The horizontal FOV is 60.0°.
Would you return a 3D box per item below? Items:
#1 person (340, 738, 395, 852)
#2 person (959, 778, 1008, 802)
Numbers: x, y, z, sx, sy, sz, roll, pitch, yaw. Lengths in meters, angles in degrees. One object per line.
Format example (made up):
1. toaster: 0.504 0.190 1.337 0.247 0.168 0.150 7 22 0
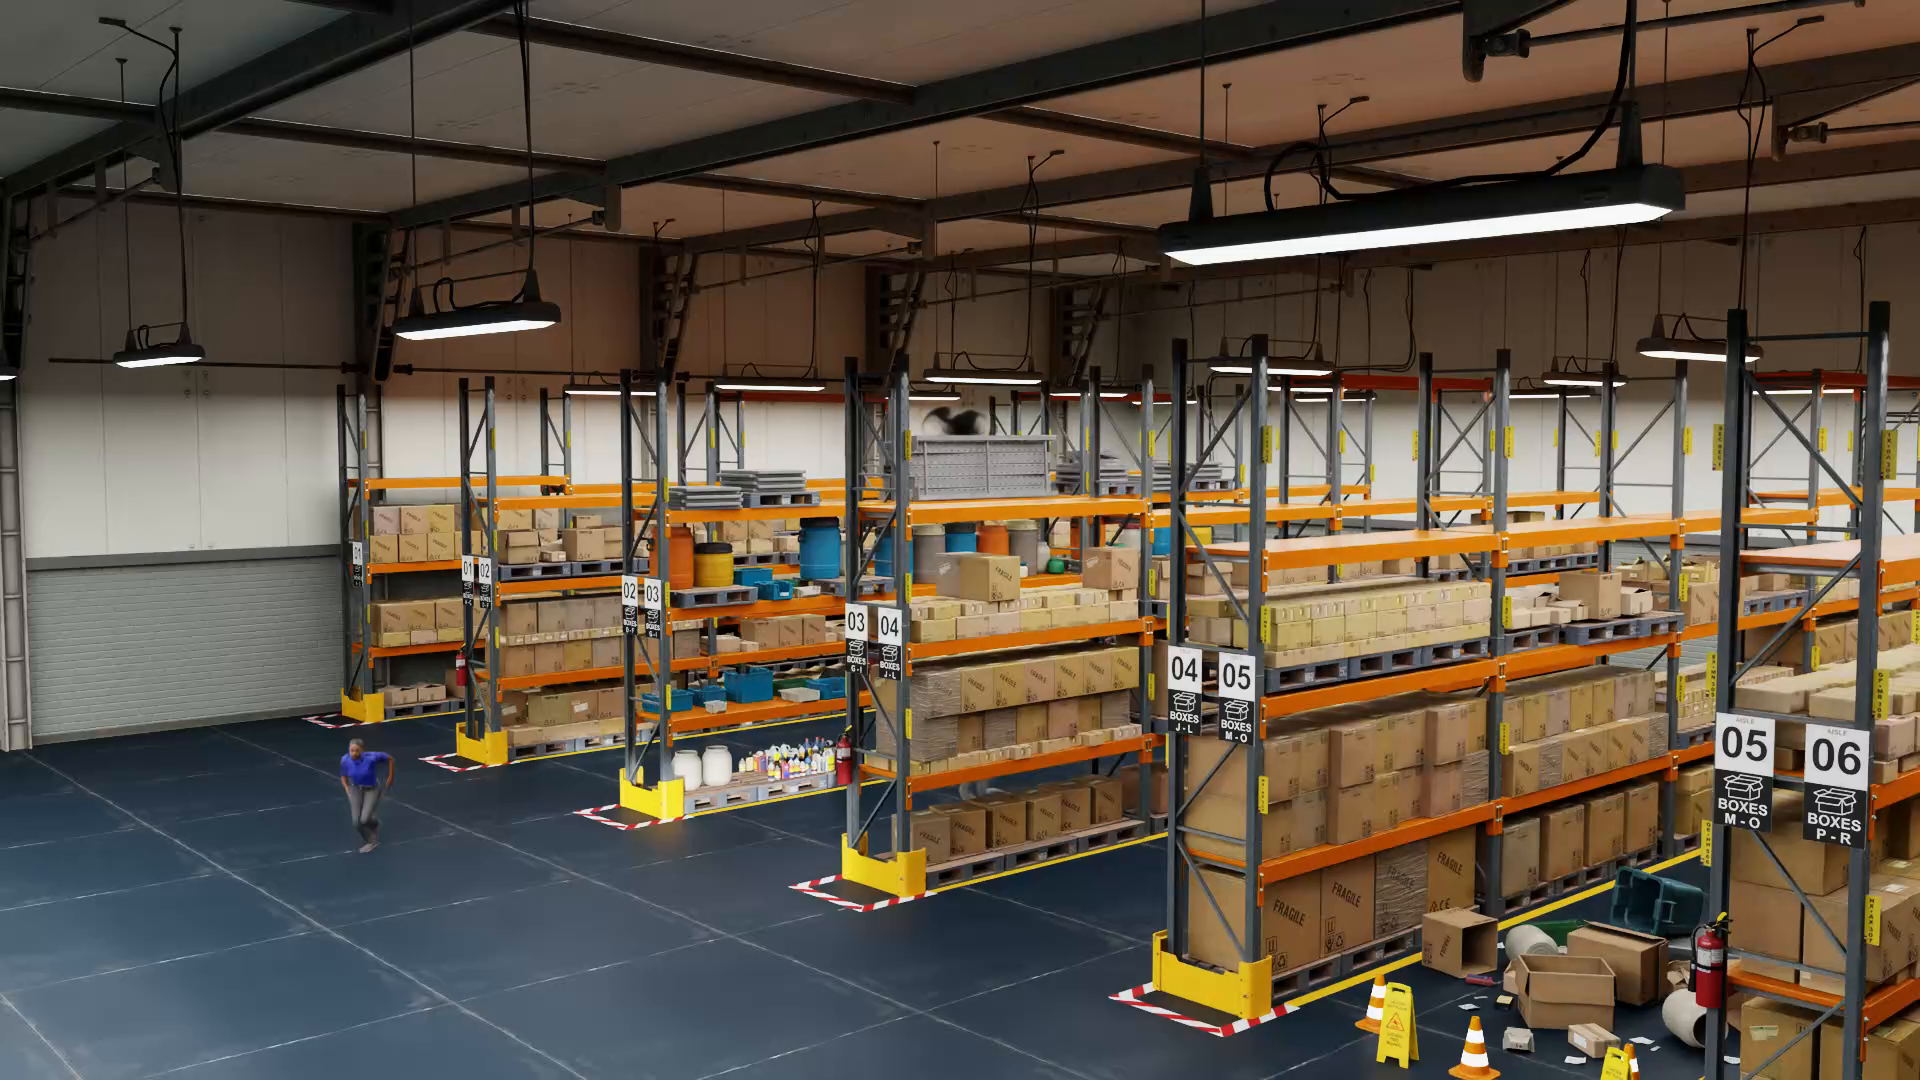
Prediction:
1. person: -7.222 3.106 20.241 0.575 1.482 0.779 0 4 -1
2. person: 0.270 2.995 21.915 0.922 1.512 0.626 -3 5 -37
